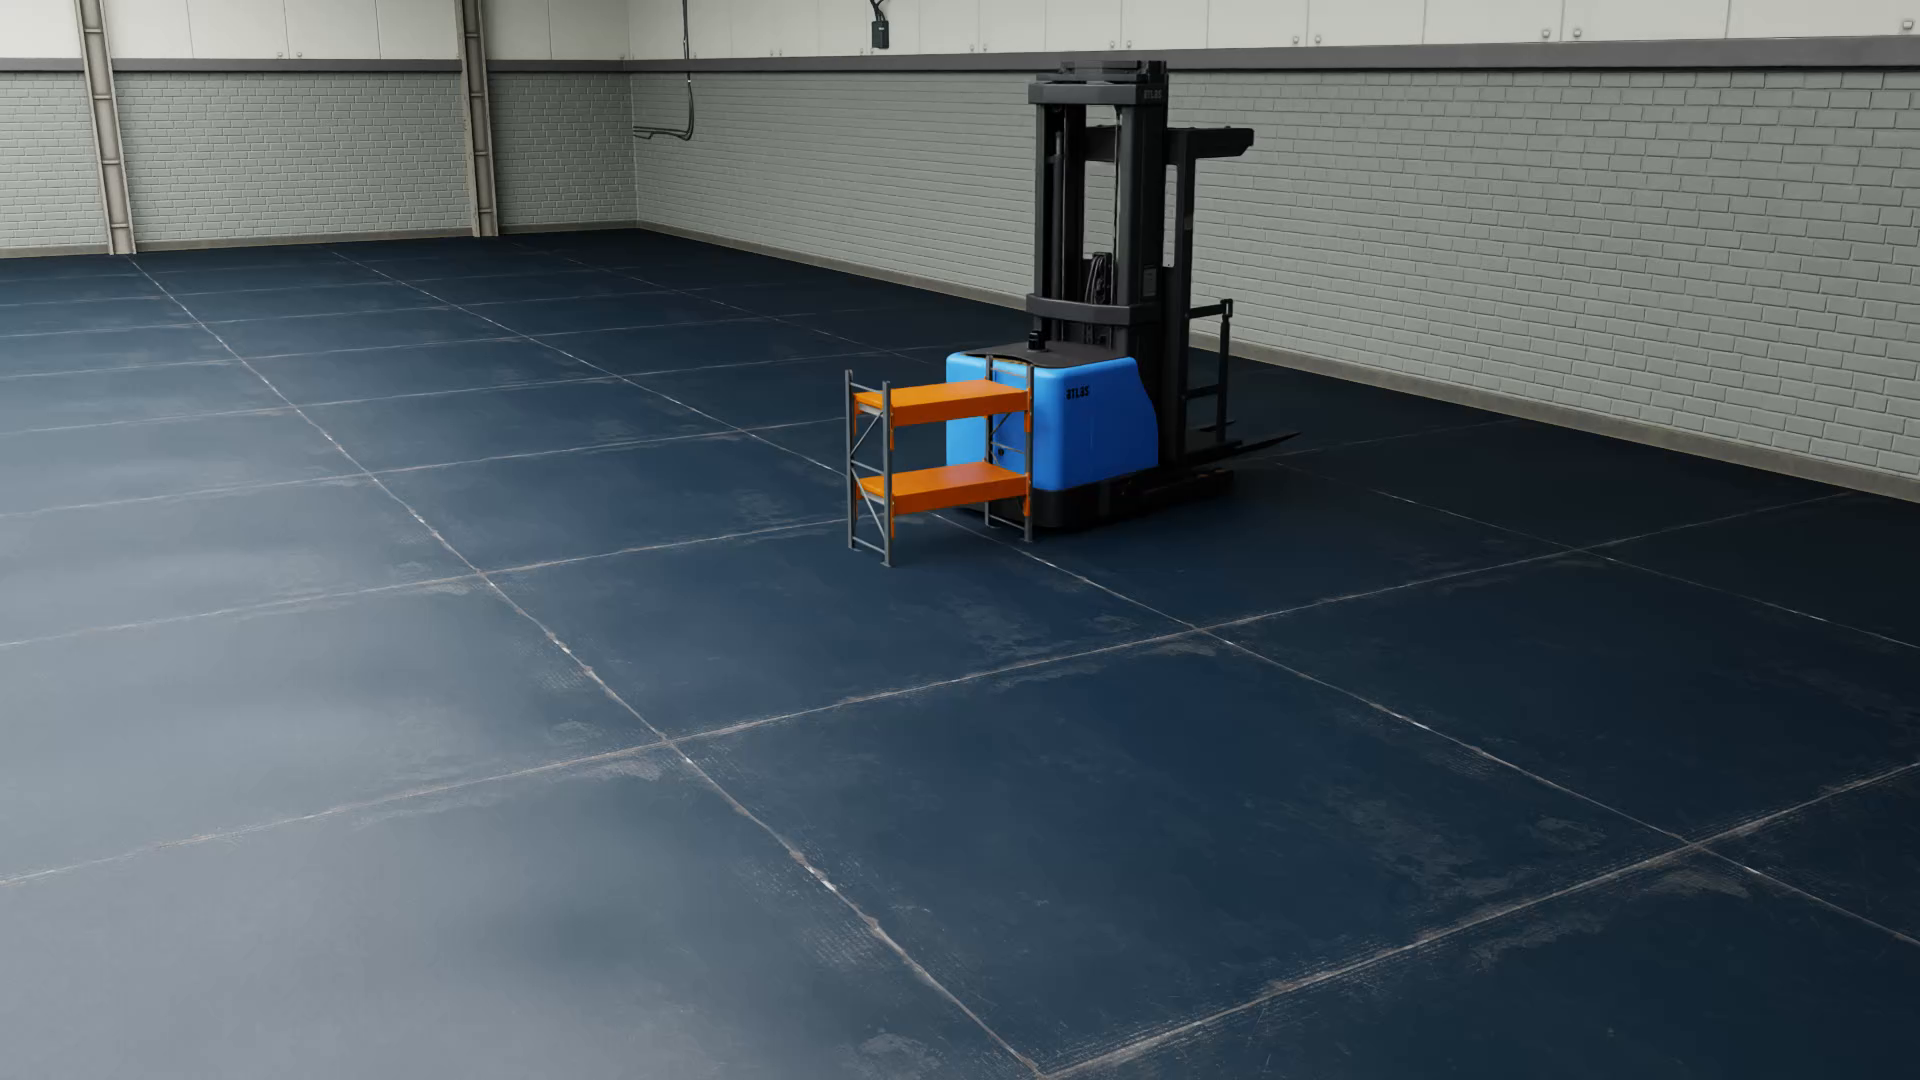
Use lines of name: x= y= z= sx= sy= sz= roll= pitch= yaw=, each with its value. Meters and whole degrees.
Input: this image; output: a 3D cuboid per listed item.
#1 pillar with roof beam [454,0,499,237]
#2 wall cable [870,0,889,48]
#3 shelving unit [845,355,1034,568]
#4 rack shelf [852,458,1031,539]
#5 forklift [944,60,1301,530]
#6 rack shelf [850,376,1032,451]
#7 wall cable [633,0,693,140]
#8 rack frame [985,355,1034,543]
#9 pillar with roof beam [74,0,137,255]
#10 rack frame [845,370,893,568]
pillar with roof beam: x=-6.462 y=-8.904 z=25.654 sx=0.400 sy=9.000 sz=9.100 roll=-9 pitch=18 yaw=-30
wall cable: x=-0.597 y=-9.442 z=21.274 sx=0.169 sy=6.003 sz=2.305 roll=-9 pitch=18 yaw=-30
shelving unit: x=-0.119 y=-0.505 z=10.283 sx=1.048 sy=1.125 sz=0.538 roll=-10 pitch=18 yaw=-31
rack shelf: x=-0.119 y=-0.270 z=10.349 sx=1.000 sy=0.278 sz=0.538 roll=-10 pitch=18 yaw=-31
forklift: x=1.294 y=-1.795 z=11.538 sx=3.031 sy=2.935 sz=1.130 roll=-15 pitch=22 yaw=-43
rack shelf: x=-0.119 y=-0.787 z=10.204 sx=1.000 sy=0.278 sz=0.538 roll=-10 pitch=18 yaw=-31
wall cable: x=-5.473 y=-8.508 z=29.996 sx=0.112 sy=2.526 sz=3.097 roll=-9 pitch=18 yaw=-30
rack frame: x=0.310 y=-0.579 z=10.544 sx=0.032 sy=1.125 sz=0.500 roll=-10 pitch=18 yaw=-31
pillar with roof beam: x=-11.605 y=-8.070 z=22.679 sx=0.400 sy=9.000 sz=9.100 roll=-9 pitch=18 yaw=-30
rack frame: x=-0.549 y=-0.432 z=10.021 sx=0.032 sy=1.125 sz=0.500 roll=-10 pitch=18 yaw=-31
